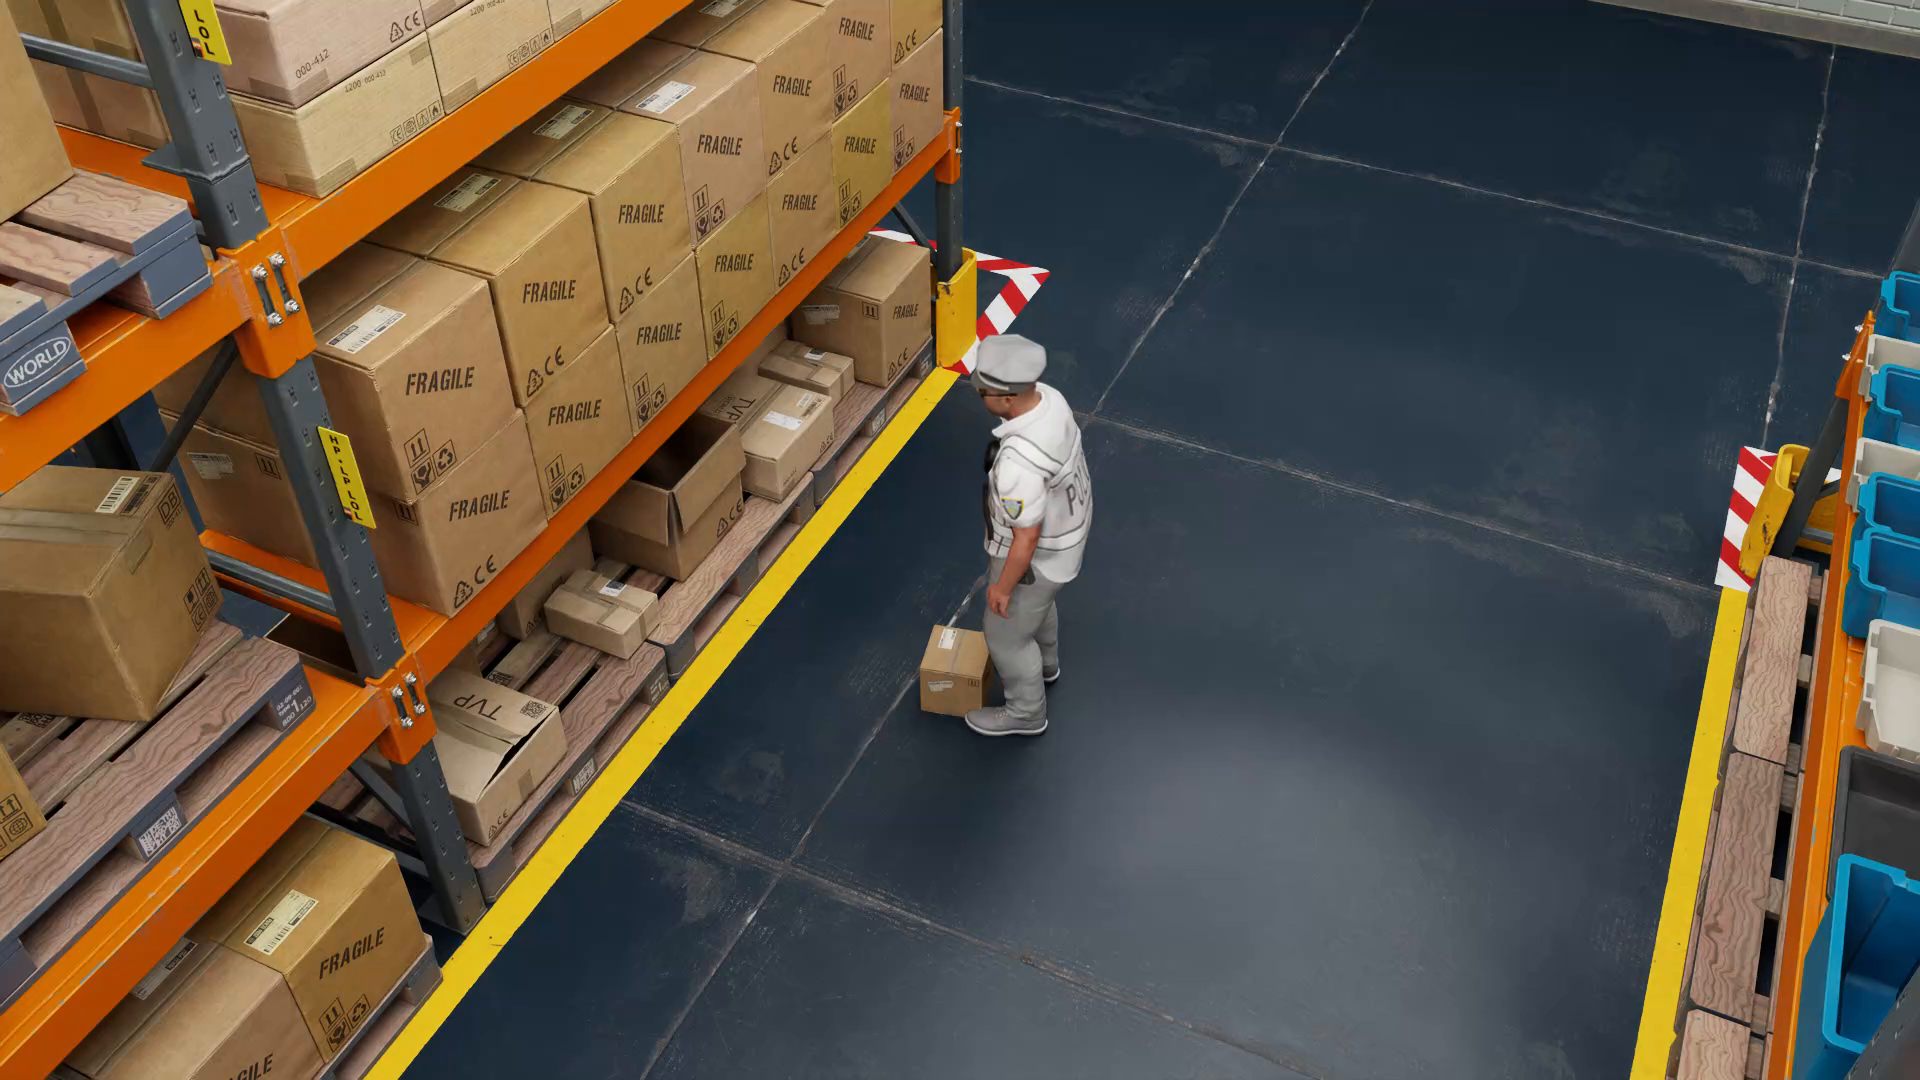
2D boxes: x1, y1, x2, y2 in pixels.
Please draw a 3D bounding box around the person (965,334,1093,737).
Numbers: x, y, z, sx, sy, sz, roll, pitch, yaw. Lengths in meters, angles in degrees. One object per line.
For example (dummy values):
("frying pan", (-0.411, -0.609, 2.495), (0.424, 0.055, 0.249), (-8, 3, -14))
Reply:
("person", (0.255, 0.014, 6.138), (0.433, 1.748, 0.595), (9, 43, 10))
